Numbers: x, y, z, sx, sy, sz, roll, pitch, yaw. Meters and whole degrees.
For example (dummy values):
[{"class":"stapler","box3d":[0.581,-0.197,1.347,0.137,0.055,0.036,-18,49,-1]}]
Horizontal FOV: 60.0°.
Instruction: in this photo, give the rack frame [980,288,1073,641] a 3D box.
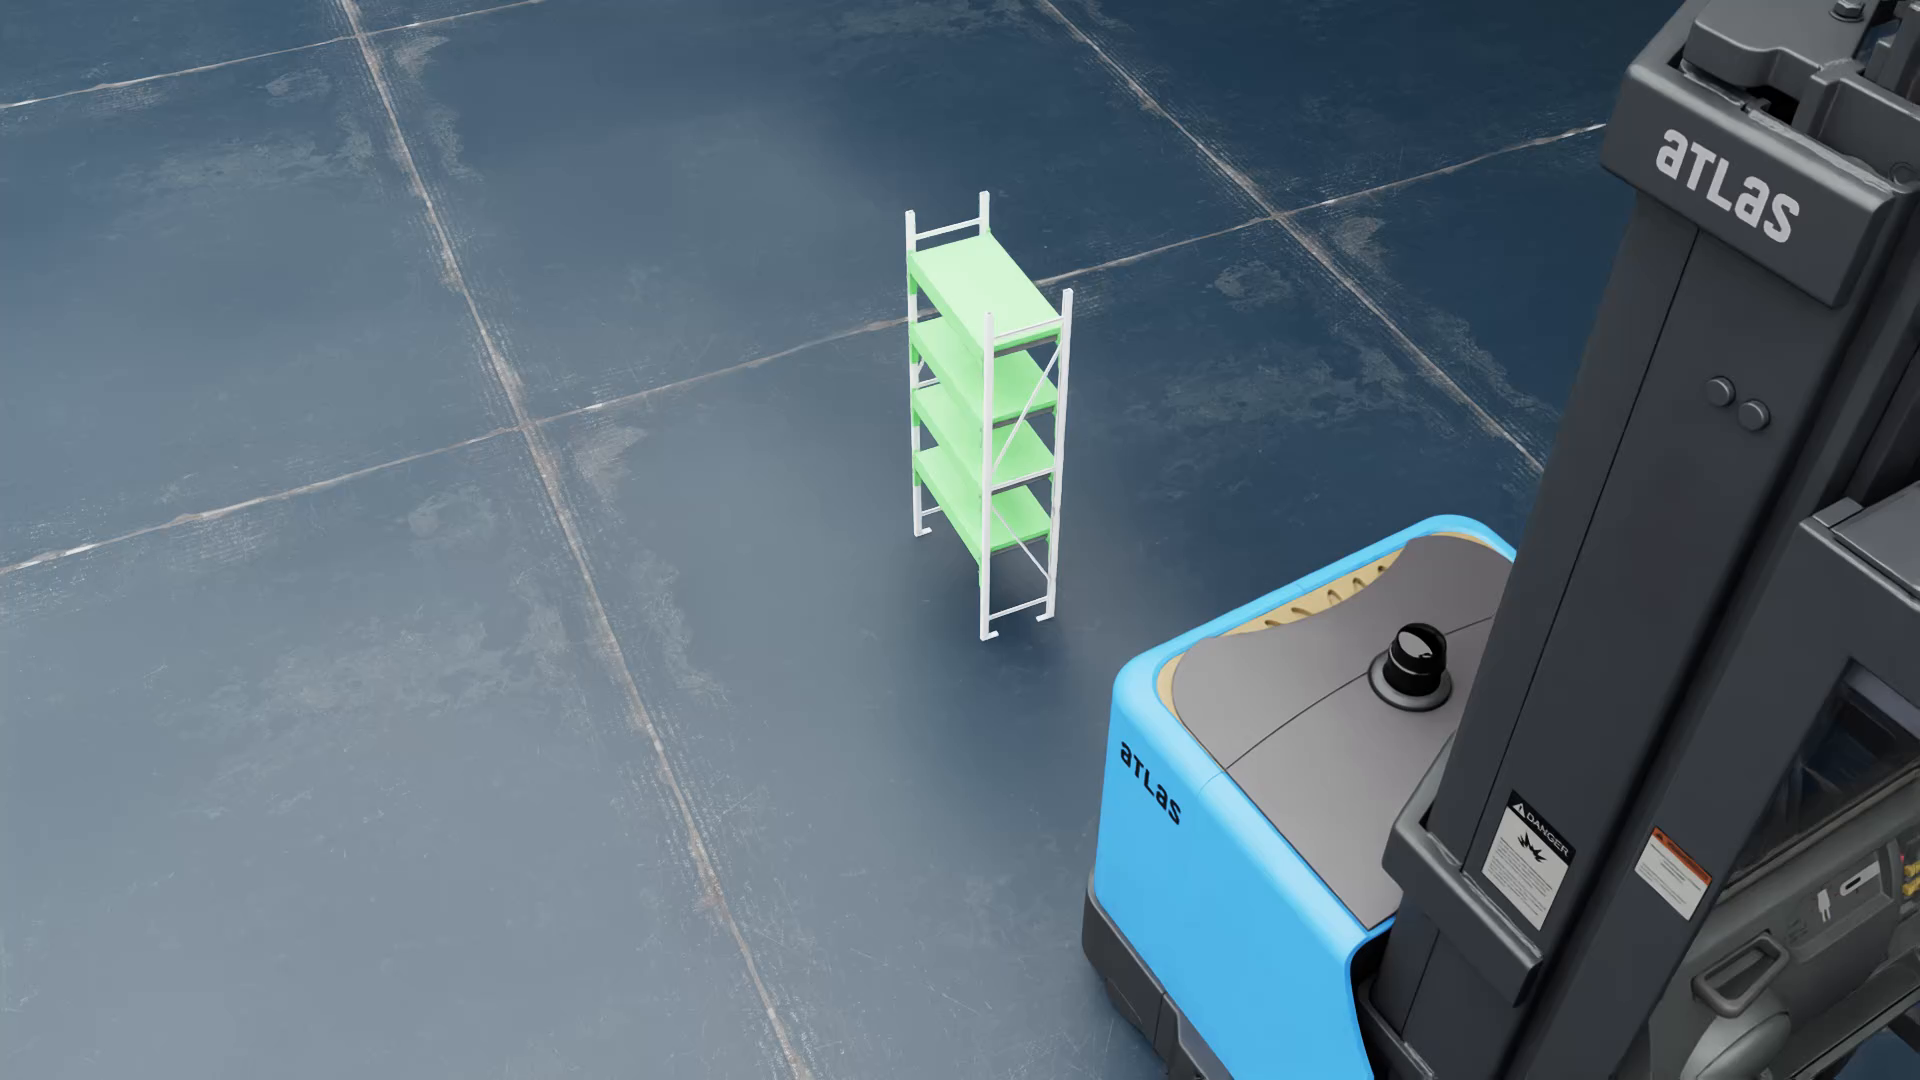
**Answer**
[{"class":"rack frame","box3d":[0.172,-0.166,4.564,0.240,1.200,0.015,-18,47,-17]}]

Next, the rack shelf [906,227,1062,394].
[{"class":"rack shelf","box3d":[0.070,-0.618,4.429,0.258,0.148,0.480,-18,47,-17]}]

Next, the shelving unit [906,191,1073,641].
[{"class":"shelving unit","box3d":[0.070,-0.322,4.722,0.258,1.200,0.503,-18,47,-17]}]

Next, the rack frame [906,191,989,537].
[{"class":"rack frame","box3d":[-0.033,-0.477,4.879,0.240,1.200,0.015,-18,47,-17]}]

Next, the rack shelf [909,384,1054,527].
[{"class":"rack shelf","box3d":[0.070,-0.276,4.767,0.258,0.148,0.480,-18,47,-17]}]

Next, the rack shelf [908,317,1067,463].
[{"class":"rack shelf","box3d":[0.070,-0.447,4.598,0.258,0.148,0.480,-18,47,-17]}]

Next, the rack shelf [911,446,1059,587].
[{"class":"rack shelf","box3d":[0.070,-0.105,4.935,0.258,0.148,0.480,-18,47,-17]}]

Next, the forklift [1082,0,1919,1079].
[{"class":"forklift","box3d":[1.493,0.701,2.453,1.130,2.935,3.031,-23,49,-22]}]
